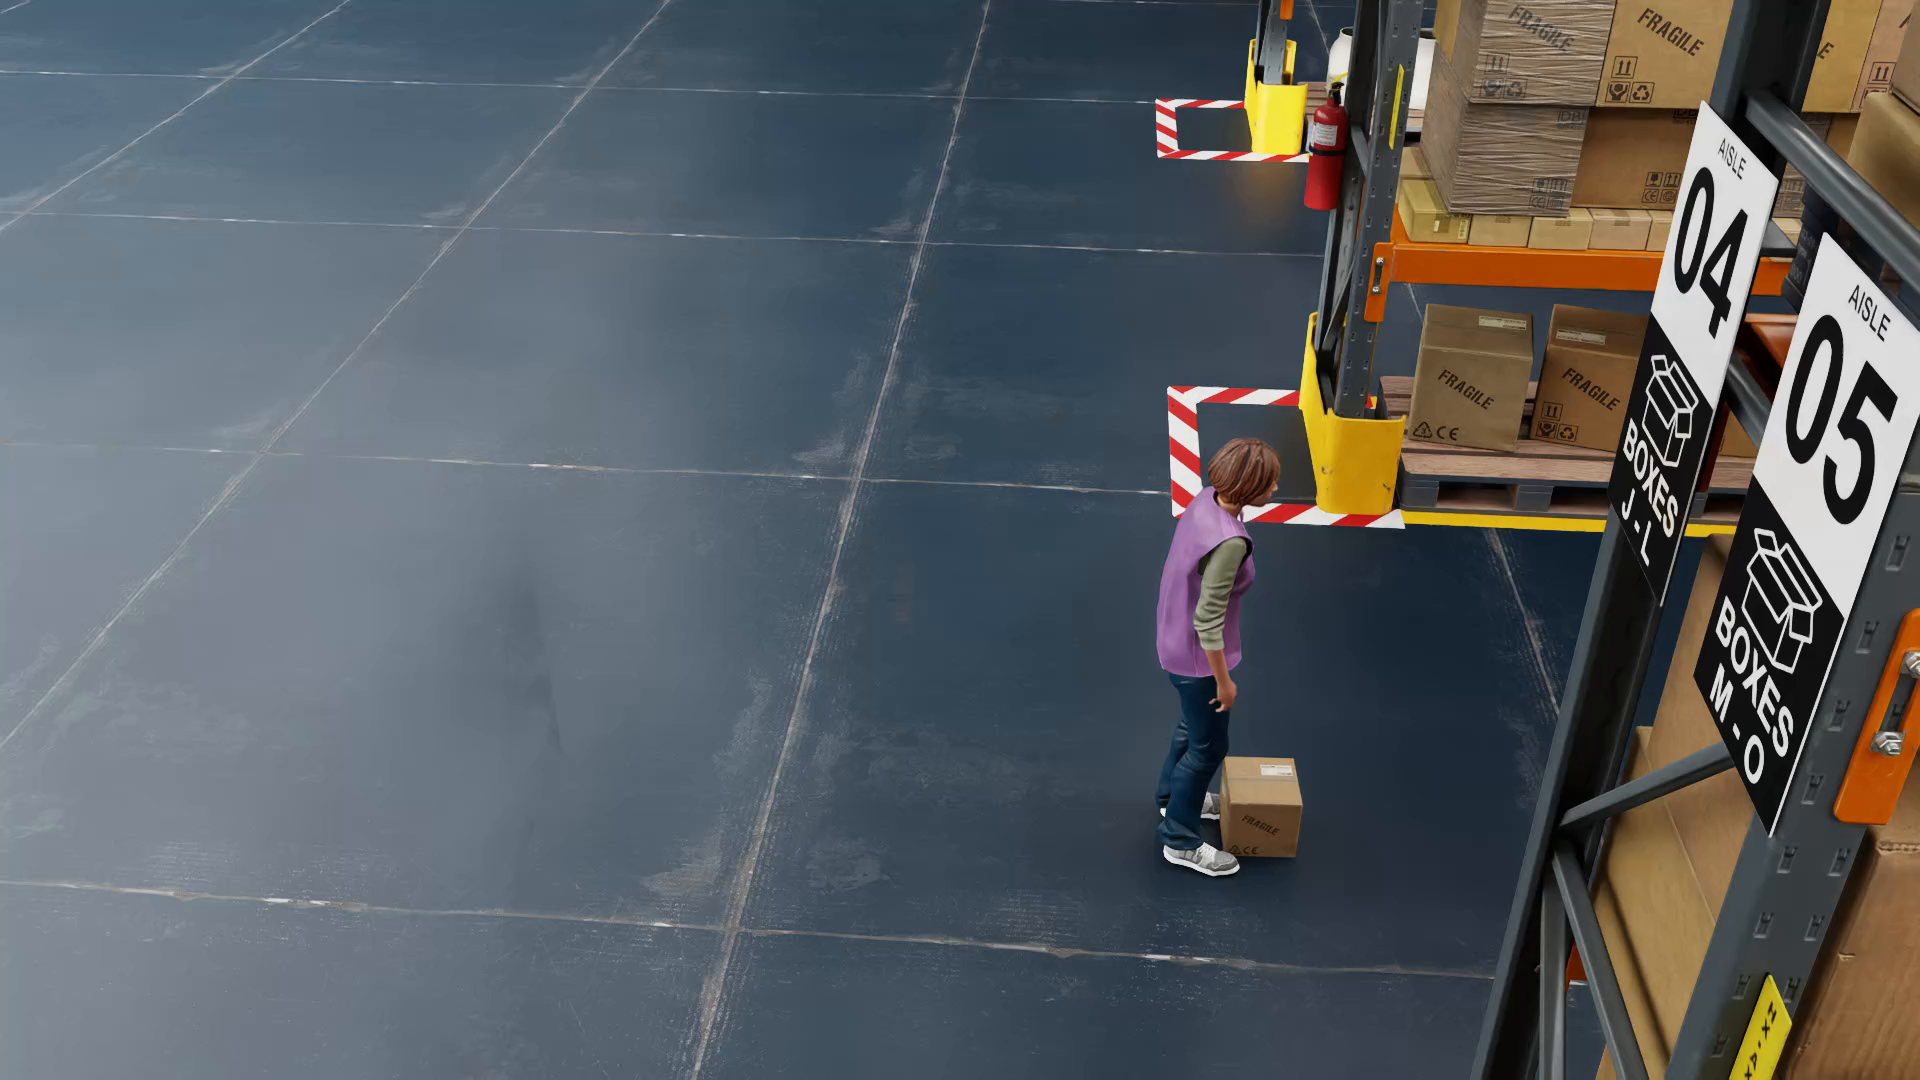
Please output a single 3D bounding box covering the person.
[{"bbox_3d":[0.829,0.374,5.558,0.346,1.593,0.477,2,32,3],"label":"person"}]
